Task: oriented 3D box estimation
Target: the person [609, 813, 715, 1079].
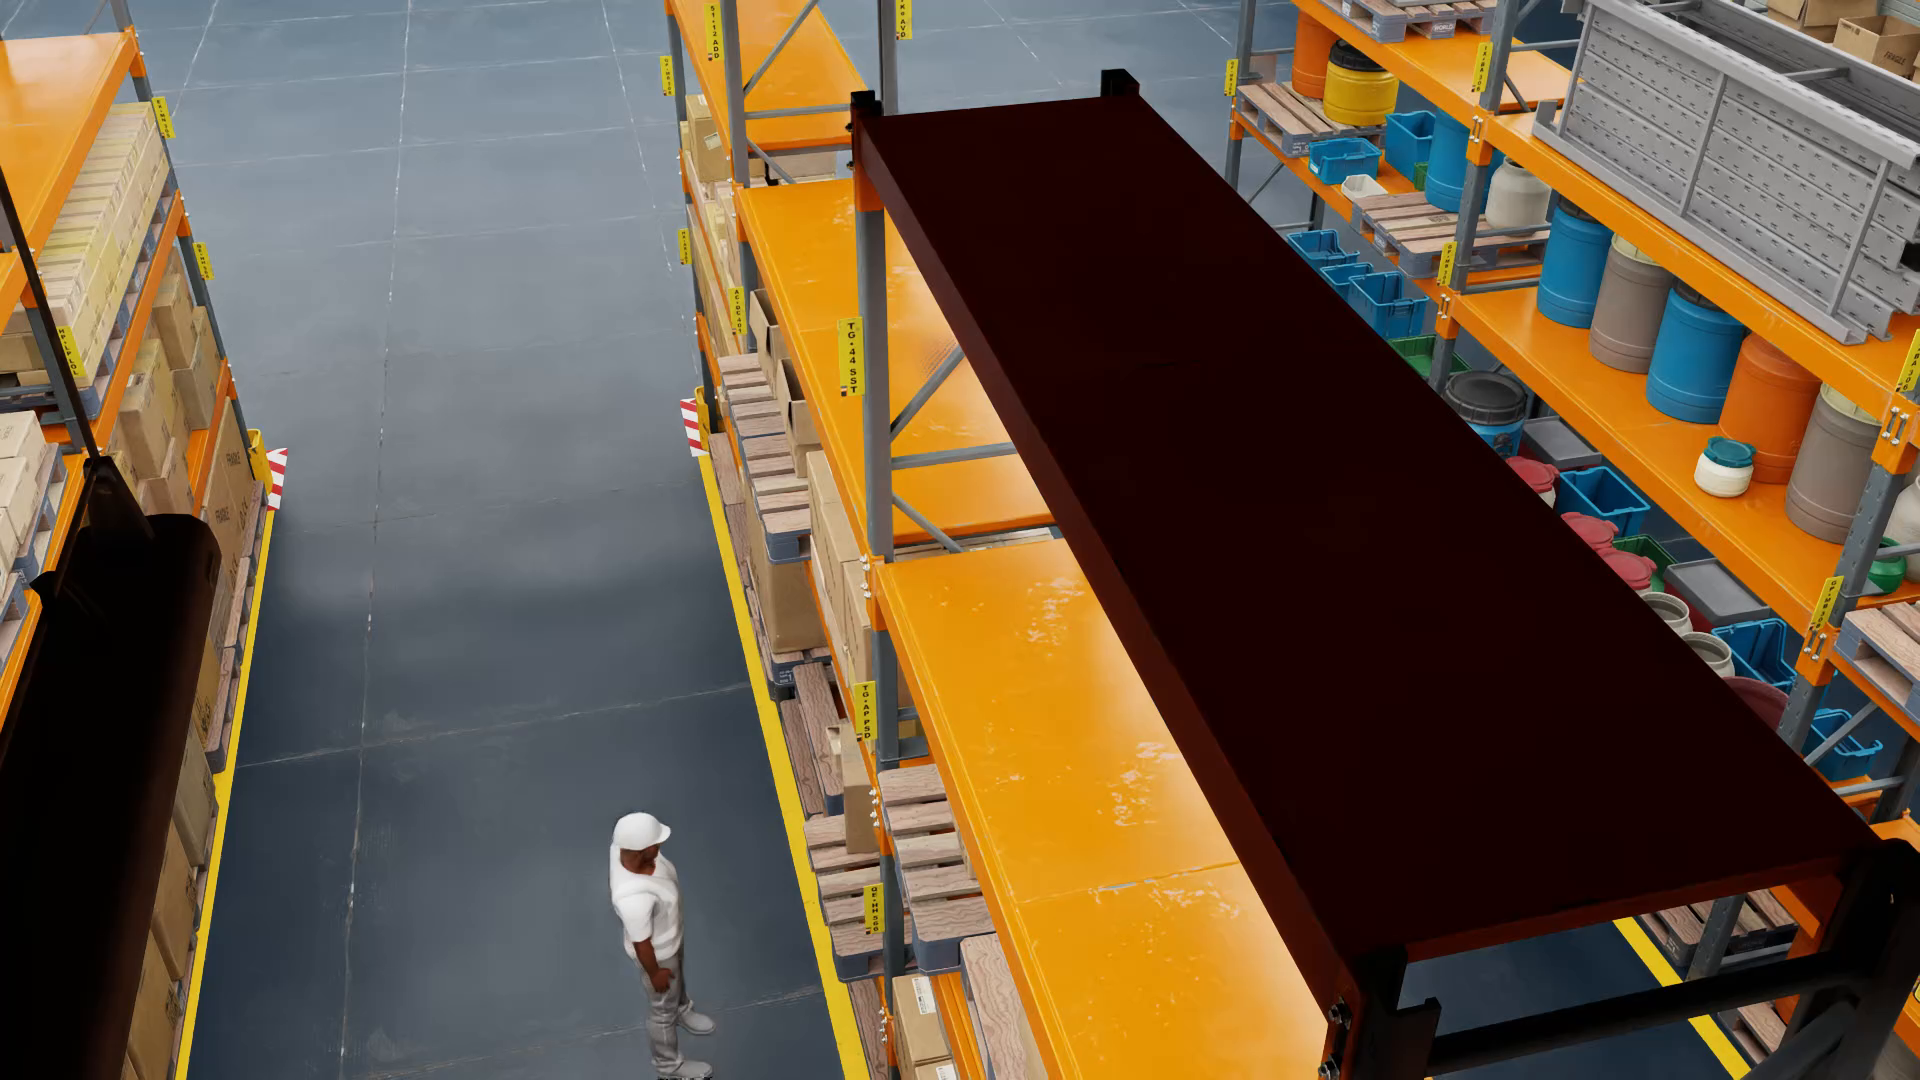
[{"bbox_3d":[-1.609,2.123,8.941,0.446,1.774,0.611,-4,35,-6],"label":"person"}]
